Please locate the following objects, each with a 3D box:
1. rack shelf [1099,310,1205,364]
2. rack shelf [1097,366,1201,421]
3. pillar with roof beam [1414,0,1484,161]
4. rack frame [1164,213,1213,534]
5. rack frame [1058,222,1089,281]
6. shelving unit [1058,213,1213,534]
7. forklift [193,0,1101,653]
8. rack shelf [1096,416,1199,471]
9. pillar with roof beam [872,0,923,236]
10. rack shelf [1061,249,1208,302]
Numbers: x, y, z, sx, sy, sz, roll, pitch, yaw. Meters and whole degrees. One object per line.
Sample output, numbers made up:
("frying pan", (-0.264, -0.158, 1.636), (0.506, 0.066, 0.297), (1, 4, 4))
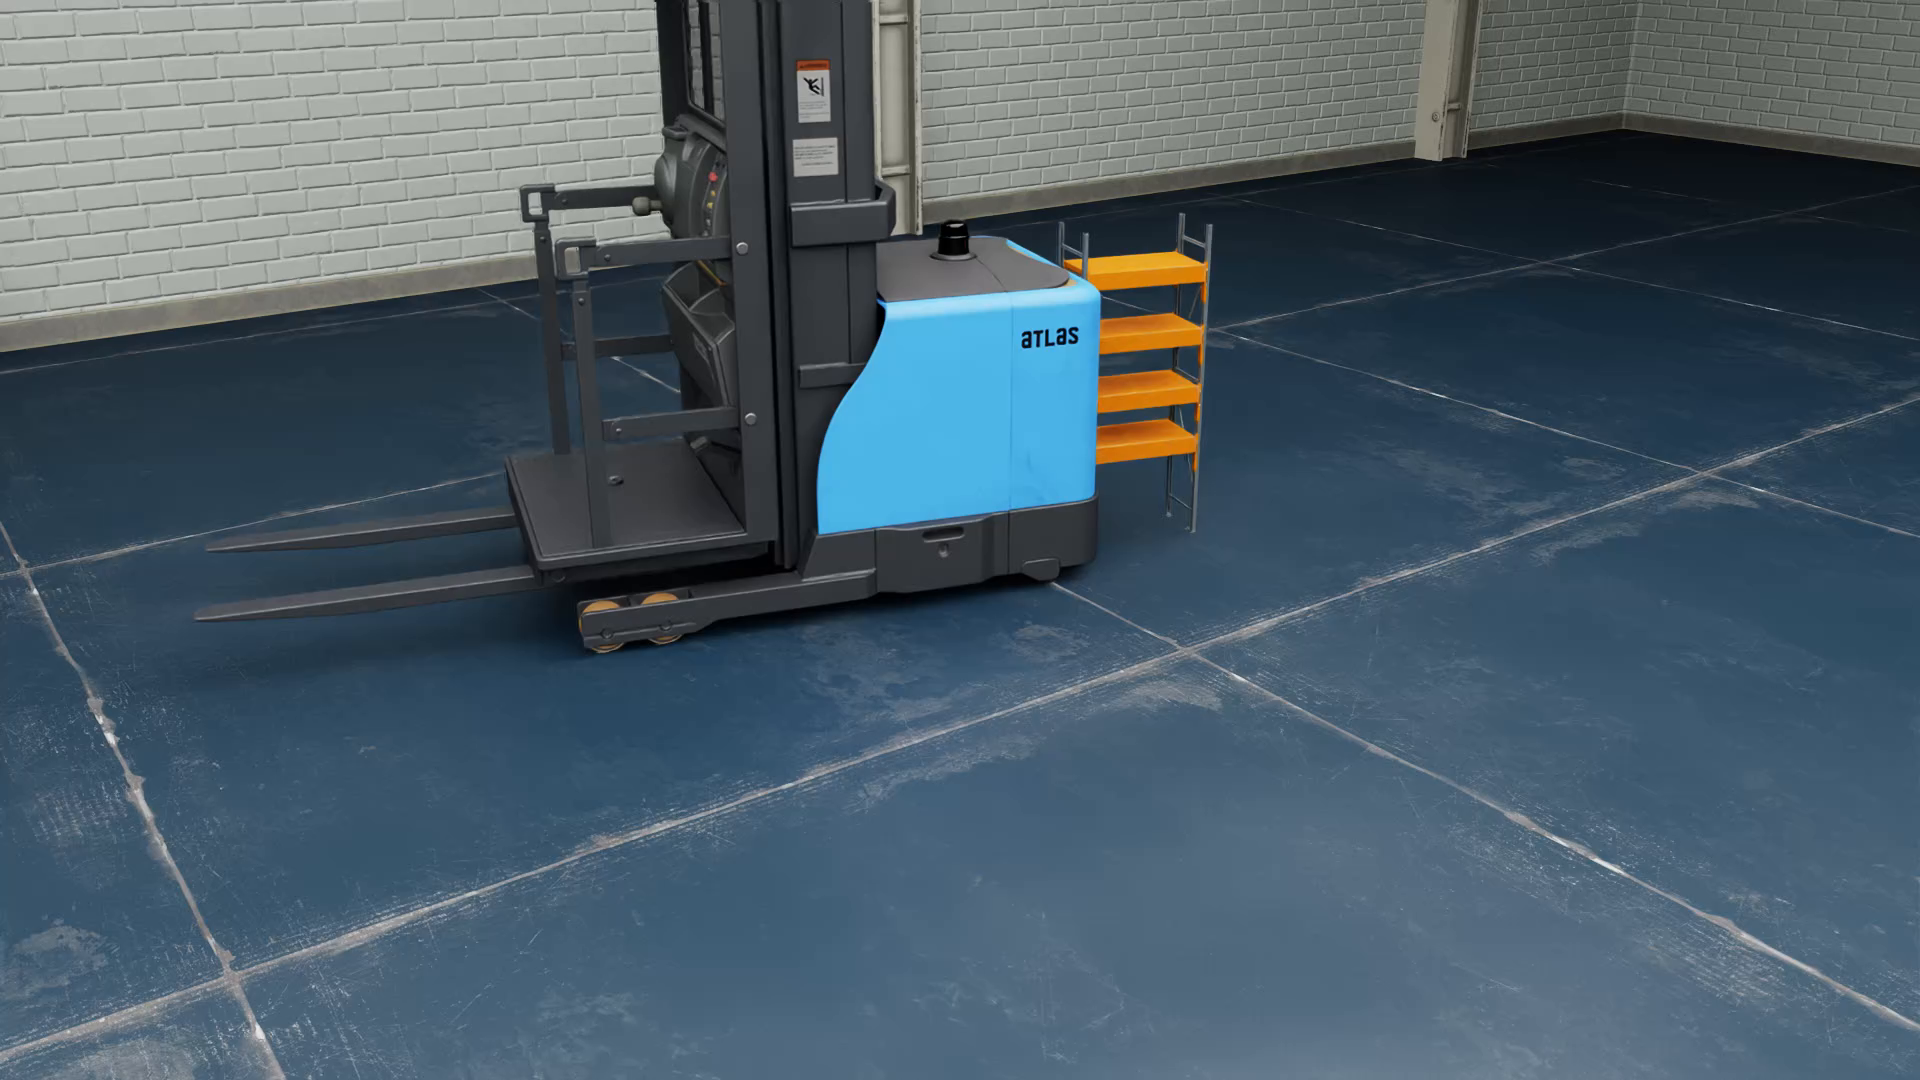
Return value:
("rack shelf", (0.637, -0.739, 6.207), (0.480, 0.148, 0.258), (-8, 23, -18))
("rack shelf", (0.637, -0.531, 6.289), (0.480, 0.148, 0.258), (-8, 23, -18))
("pillar with roof beam", (6.873, -6.369, 10.217), (0.400, 9.000, 9.100), (-15, 26, -33))
("rack frame", (0.867, -0.624, 6.341), (0.015, 1.200, 0.240), (-8, 23, -18))
("rack frame", (0.408, -0.563, 6.188), (0.015, 1.200, 0.240), (-8, 23, -18))
("shelving unit", (0.637, -0.593, 6.265), (0.503, 1.200, 0.258), (-8, 23, -18))
("forklift", (-1.074, -1.212, 5.479), (3.031, 2.935, 1.130), (-8, 23, -18))
("rack shelf", (0.637, -0.347, 6.363), (0.480, 0.148, 0.258), (-8, 23, -18))
("pillar with roof beam", (2.003, -5.071, 6.962), (0.400, 9.000, 9.100), (-15, 26, -33))
("rack shelf", (0.637, -0.958, 6.119), (0.480, 0.148, 0.258), (-8, 23, -18))
